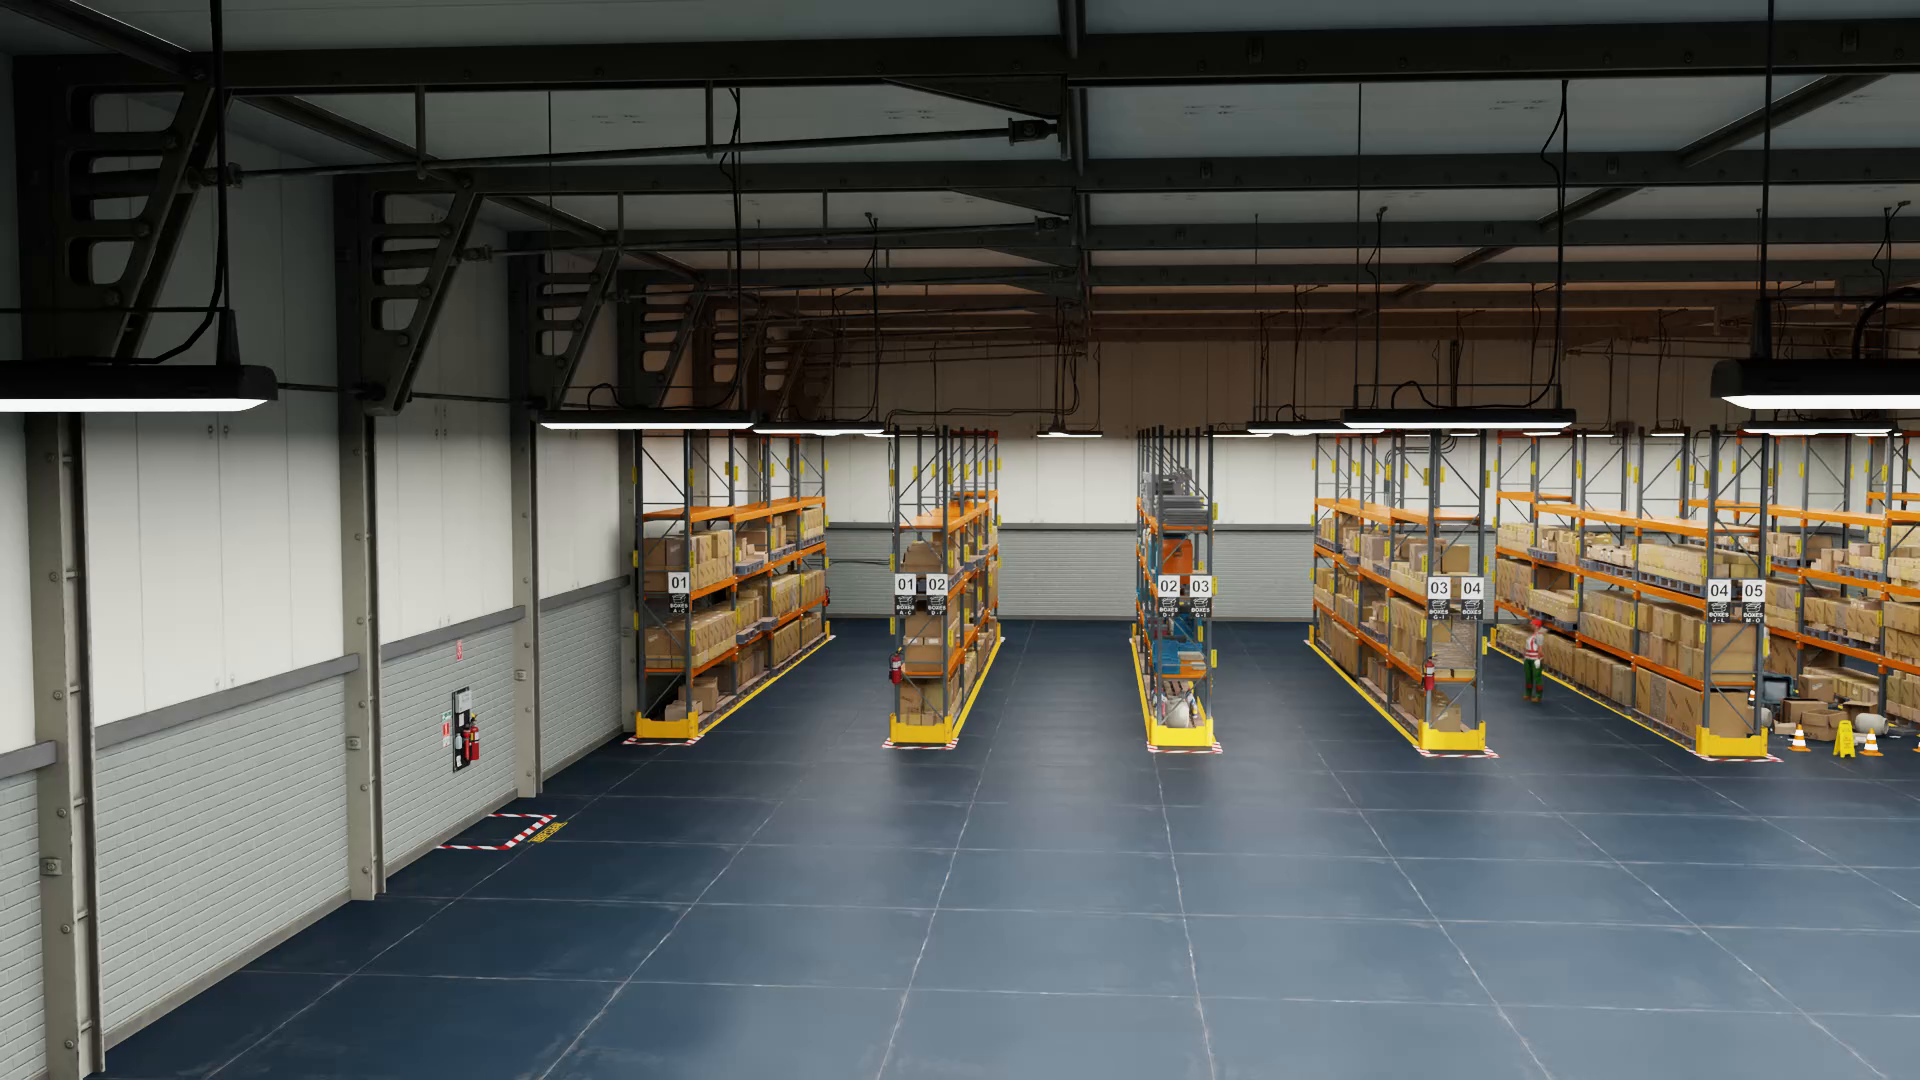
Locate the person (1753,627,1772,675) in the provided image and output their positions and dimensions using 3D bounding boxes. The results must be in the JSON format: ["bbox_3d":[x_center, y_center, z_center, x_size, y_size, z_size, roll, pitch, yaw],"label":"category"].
[{"bbox_3d":[17.971,2.588,37.487,0.685,1.808,0.619,0,3,-2],"label":"person"}]

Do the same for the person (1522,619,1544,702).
[{"bbox_3d":[12.580,2.628,36.480,0.395,1.796,0.598,-1,4,-20],"label":"person"}]
